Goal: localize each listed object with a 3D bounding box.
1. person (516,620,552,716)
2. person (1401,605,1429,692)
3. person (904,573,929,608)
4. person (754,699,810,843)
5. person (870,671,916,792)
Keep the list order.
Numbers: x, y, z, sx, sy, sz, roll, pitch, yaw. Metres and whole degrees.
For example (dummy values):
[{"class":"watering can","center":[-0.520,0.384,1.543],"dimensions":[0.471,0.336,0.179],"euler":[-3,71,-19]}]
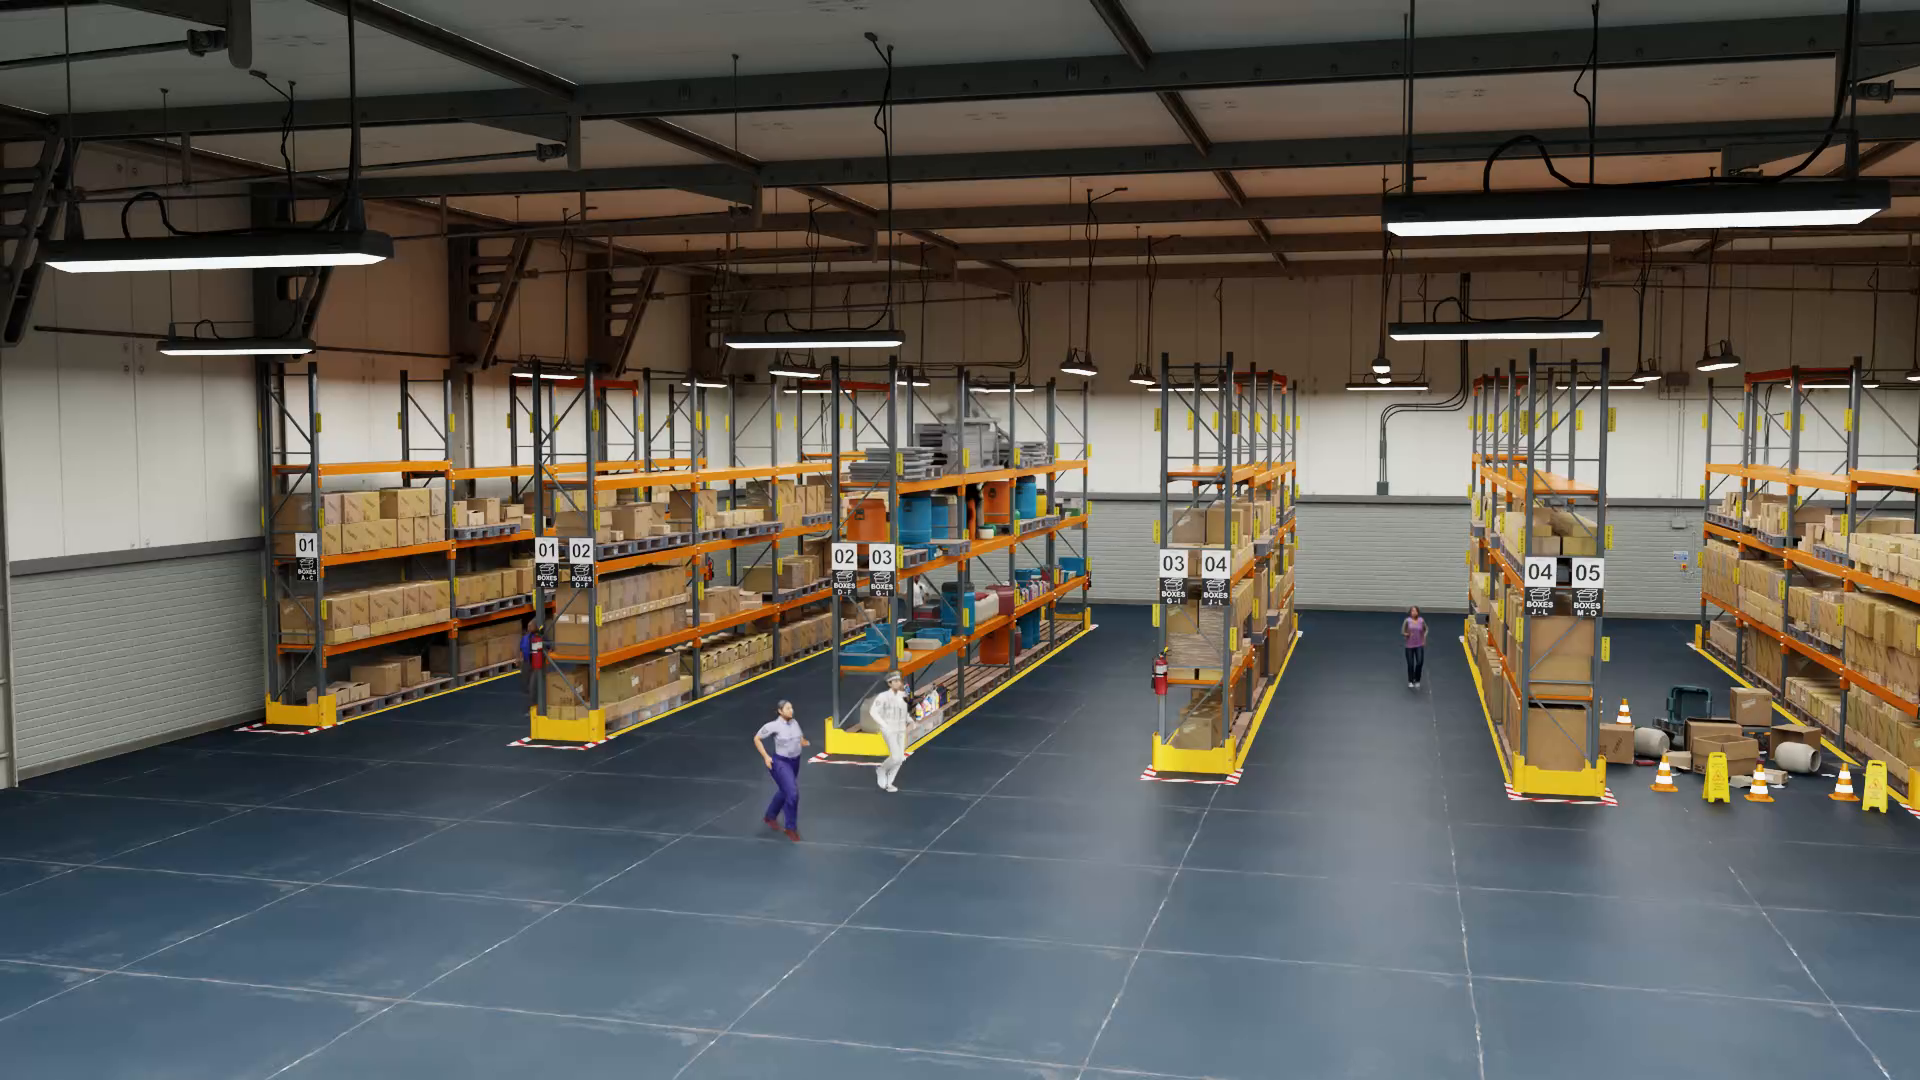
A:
[{"class":"person","center":[-7.334,2.189,28.658],"dimensions":[0.578,1.625,0.669],"euler":[1,4,9]},{"class":"person","center":[8.491,2.024,31.045],"dimensions":[0.515,1.604,0.625],"euler":[1,4,12]},{"class":"person","center":[-0.997,1.519,37.873],"dimensions":[0.582,1.671,0.652],"euler":[0,4,2]},{"class":"person","center":[-2.126,2.773,20.072],"dimensions":[0.764,1.711,0.579],"euler":[2,5,31]},{"class":"person","center":[-0.871,2.595,22.482],"dimensions":[0.592,1.639,0.529],"euler":[-4,5,-41]}]
